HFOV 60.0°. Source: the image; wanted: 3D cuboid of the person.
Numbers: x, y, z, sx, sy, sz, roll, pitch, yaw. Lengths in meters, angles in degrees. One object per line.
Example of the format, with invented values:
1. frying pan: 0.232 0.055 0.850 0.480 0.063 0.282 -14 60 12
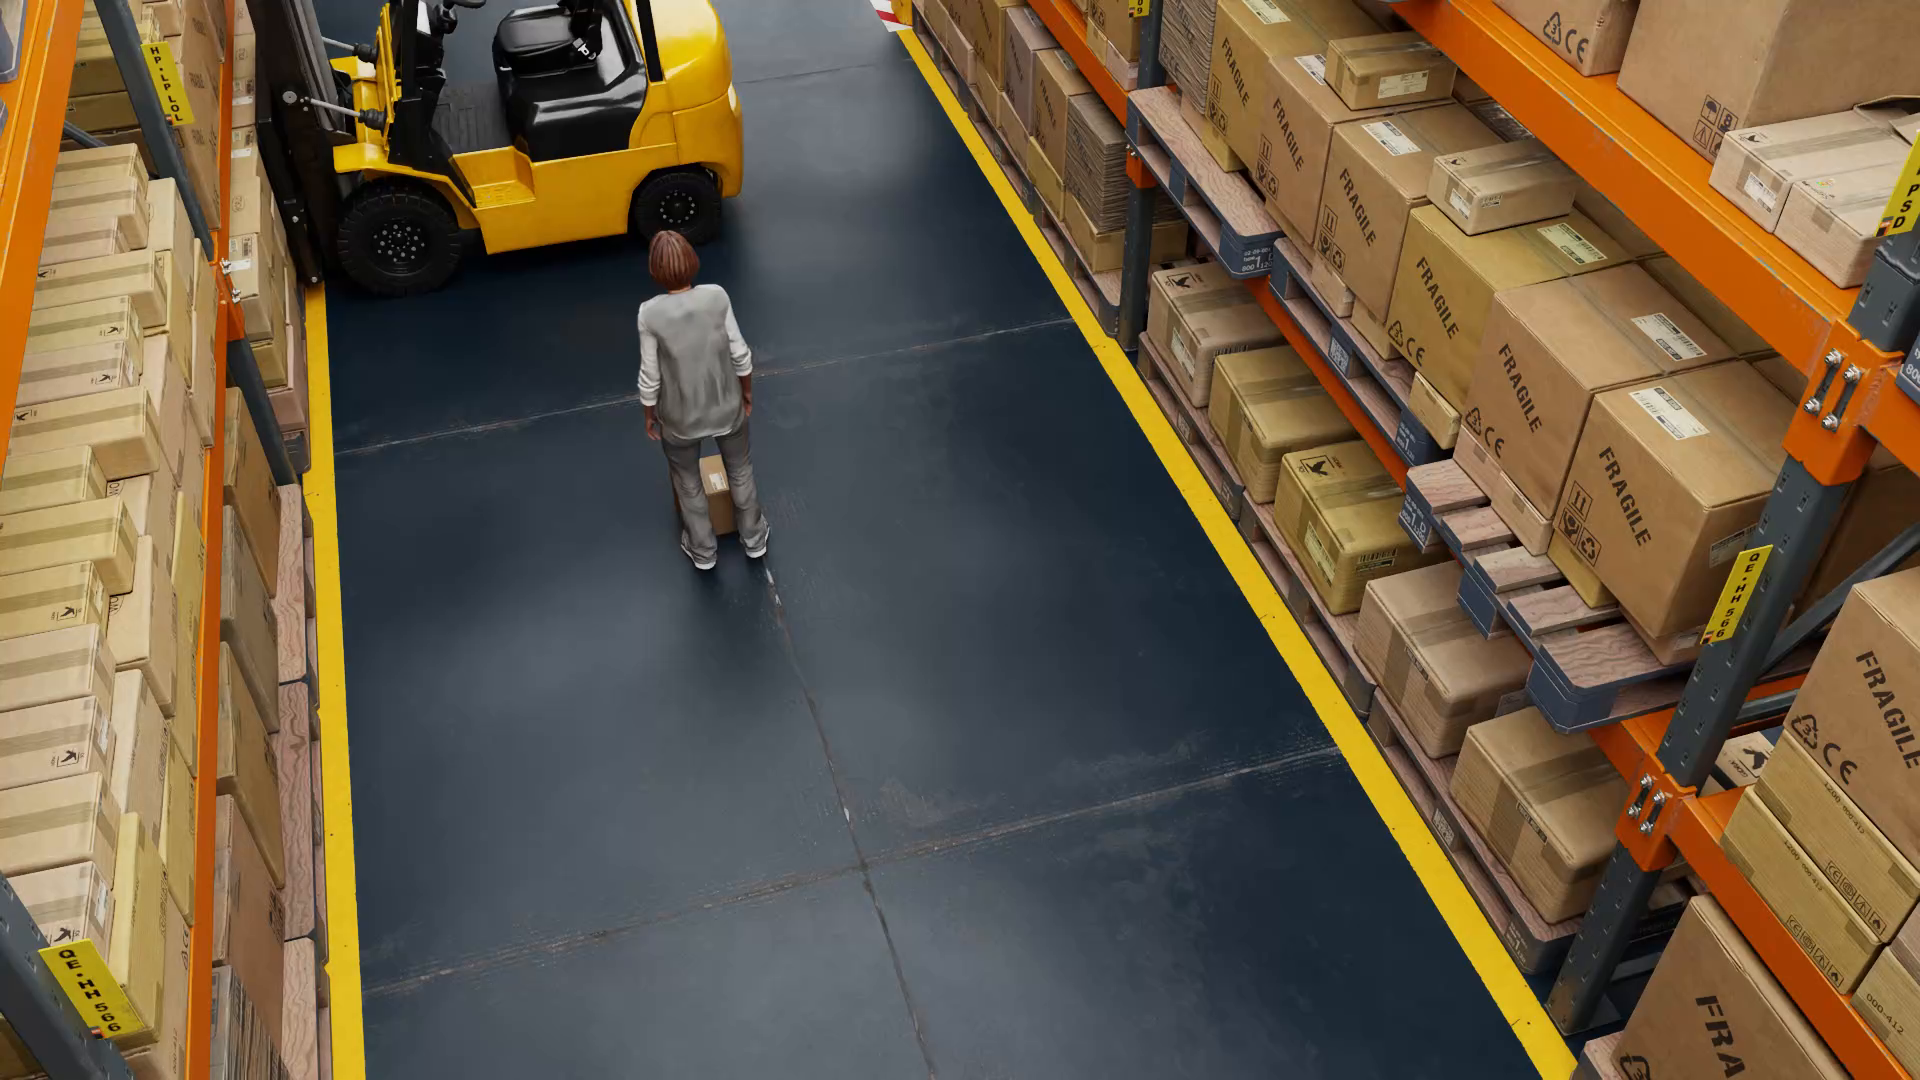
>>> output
1. person: -1.048 -0.527 6.738 0.483 1.592 0.347 -15 45 -15
